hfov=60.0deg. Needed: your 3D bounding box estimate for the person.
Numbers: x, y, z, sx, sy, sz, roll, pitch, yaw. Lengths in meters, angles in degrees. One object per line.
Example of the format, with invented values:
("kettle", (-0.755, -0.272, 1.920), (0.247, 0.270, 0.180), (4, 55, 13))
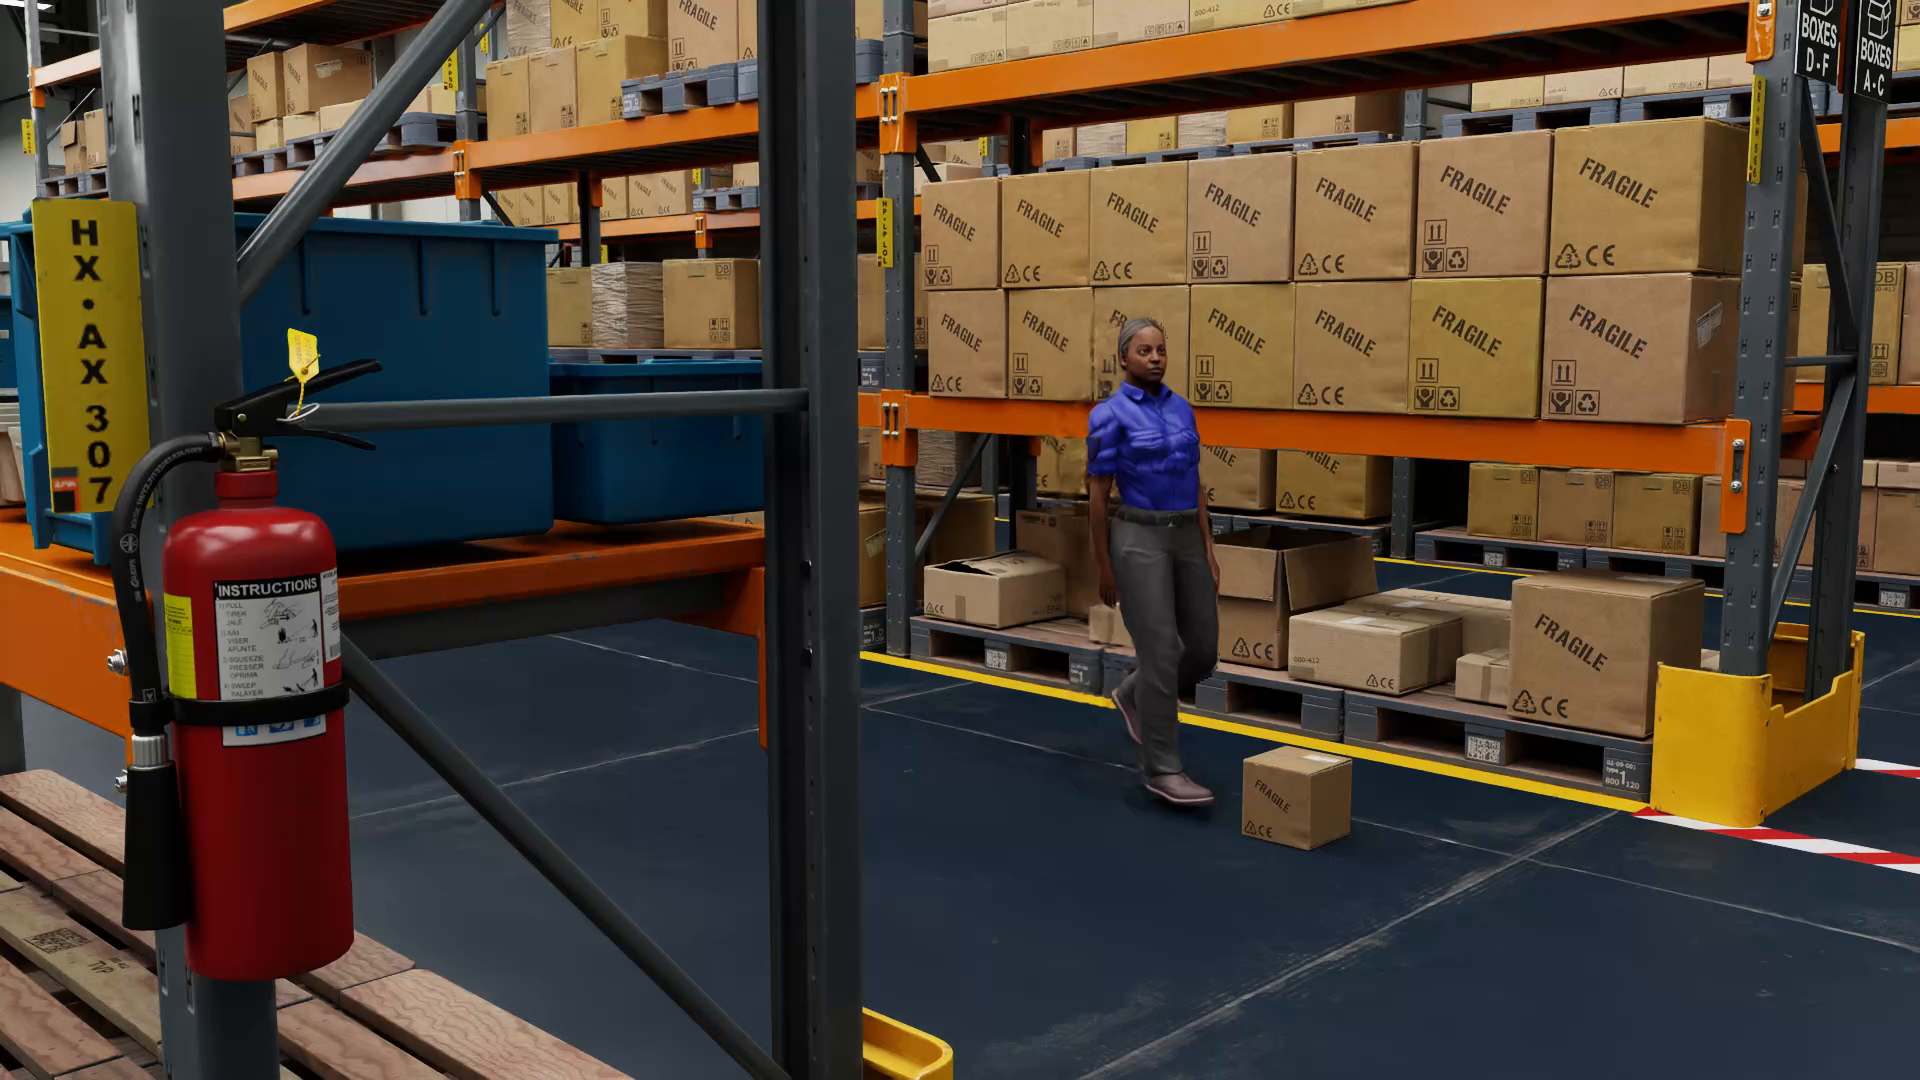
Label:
("person", (0.690, 0.045, 5.790), (0.458, 1.625, 0.755), (-5, 9, -34))
